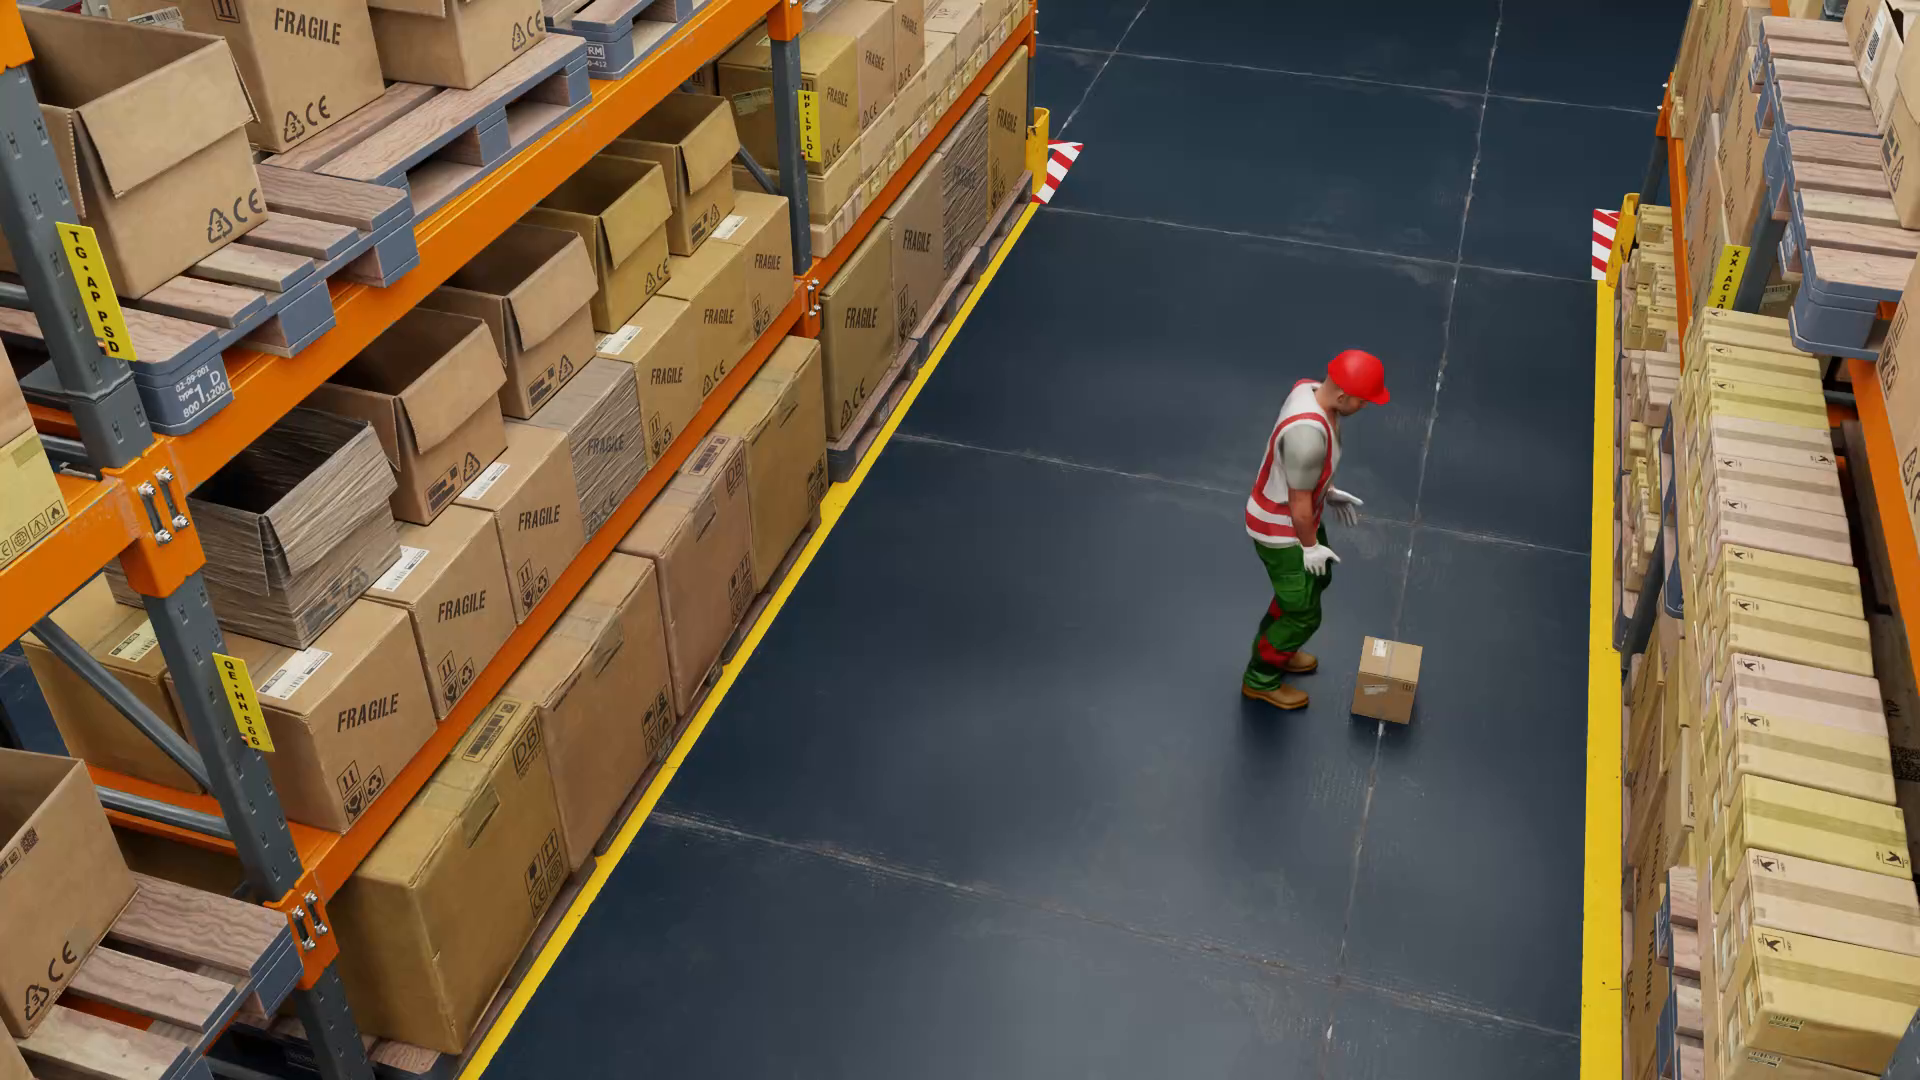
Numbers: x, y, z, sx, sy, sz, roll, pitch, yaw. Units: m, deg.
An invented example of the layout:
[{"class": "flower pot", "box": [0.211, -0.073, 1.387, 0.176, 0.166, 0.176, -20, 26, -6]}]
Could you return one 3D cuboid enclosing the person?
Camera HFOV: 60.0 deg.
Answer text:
[{"class": "person", "box": [1.462, -0.068, 7.030, 0.496, 1.712, 0.551, 12, 38, 15]}]
